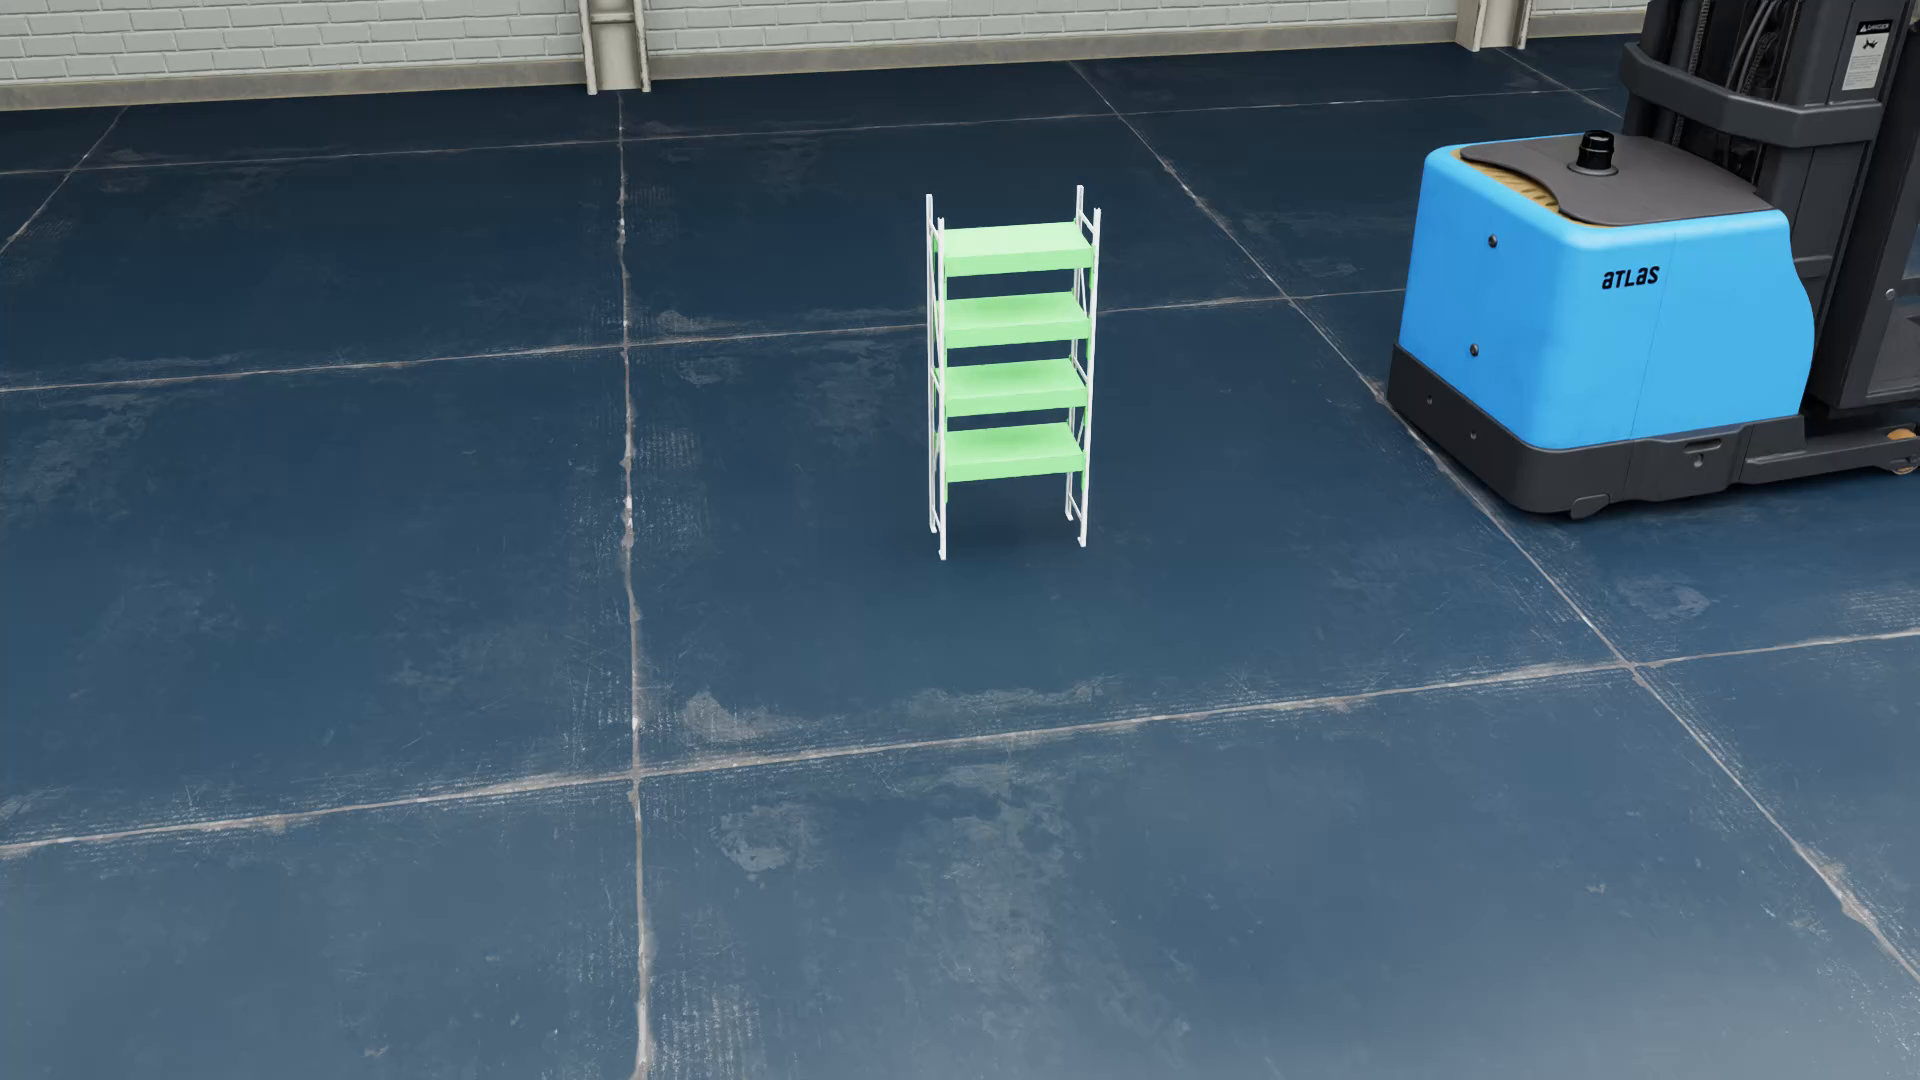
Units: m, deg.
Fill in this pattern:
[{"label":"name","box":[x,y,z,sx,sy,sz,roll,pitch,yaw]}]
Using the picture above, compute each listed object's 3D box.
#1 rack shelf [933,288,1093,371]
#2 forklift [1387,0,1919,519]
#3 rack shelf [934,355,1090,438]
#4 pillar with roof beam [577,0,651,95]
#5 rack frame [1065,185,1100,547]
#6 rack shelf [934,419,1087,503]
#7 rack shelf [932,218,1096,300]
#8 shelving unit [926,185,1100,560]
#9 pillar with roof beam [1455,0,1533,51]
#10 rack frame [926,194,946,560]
[{"label":"rack shelf","box":[0.163,-0.684,5.382,0.480,0.148,0.258,-5,31,-9]},{"label":"forklift","box":[3.257,-1.753,5.840,3.031,2.935,1.130,-9,32,-14]},{"label":"rack shelf","box":[0.163,-0.477,5.504,0.480,0.148,0.258,-5,31,-9]},{"label":"pillar with roof beam","box":[-1.420,-4.657,4.792,0.400,9.000,9.100,-5,31,-9]},{"label":"rack frame","box":[0.403,-0.555,5.509,0.015,1.200,0.240,-5,31,-9]},{"label":"rack shelf","box":[0.163,-0.270,5.626,0.480,0.148,0.258,-5,31,-9]},{"label":"rack shelf","box":[0.163,-0.891,5.261,0.480,0.148,0.258,-5,31,-9]},{"label":"shelving unit","box":[0.163,-0.532,5.472,0.503,1.200,0.258,-5,31,-9]},{"label":"pillar with roof beam","box":[4.482,-5.205,5.723,0.400,9.000,9.100,-5,31,-9]},{"label":"rack frame","box":[-0.077,-0.510,5.434,0.015,1.200,0.240,-5,31,-9]}]
